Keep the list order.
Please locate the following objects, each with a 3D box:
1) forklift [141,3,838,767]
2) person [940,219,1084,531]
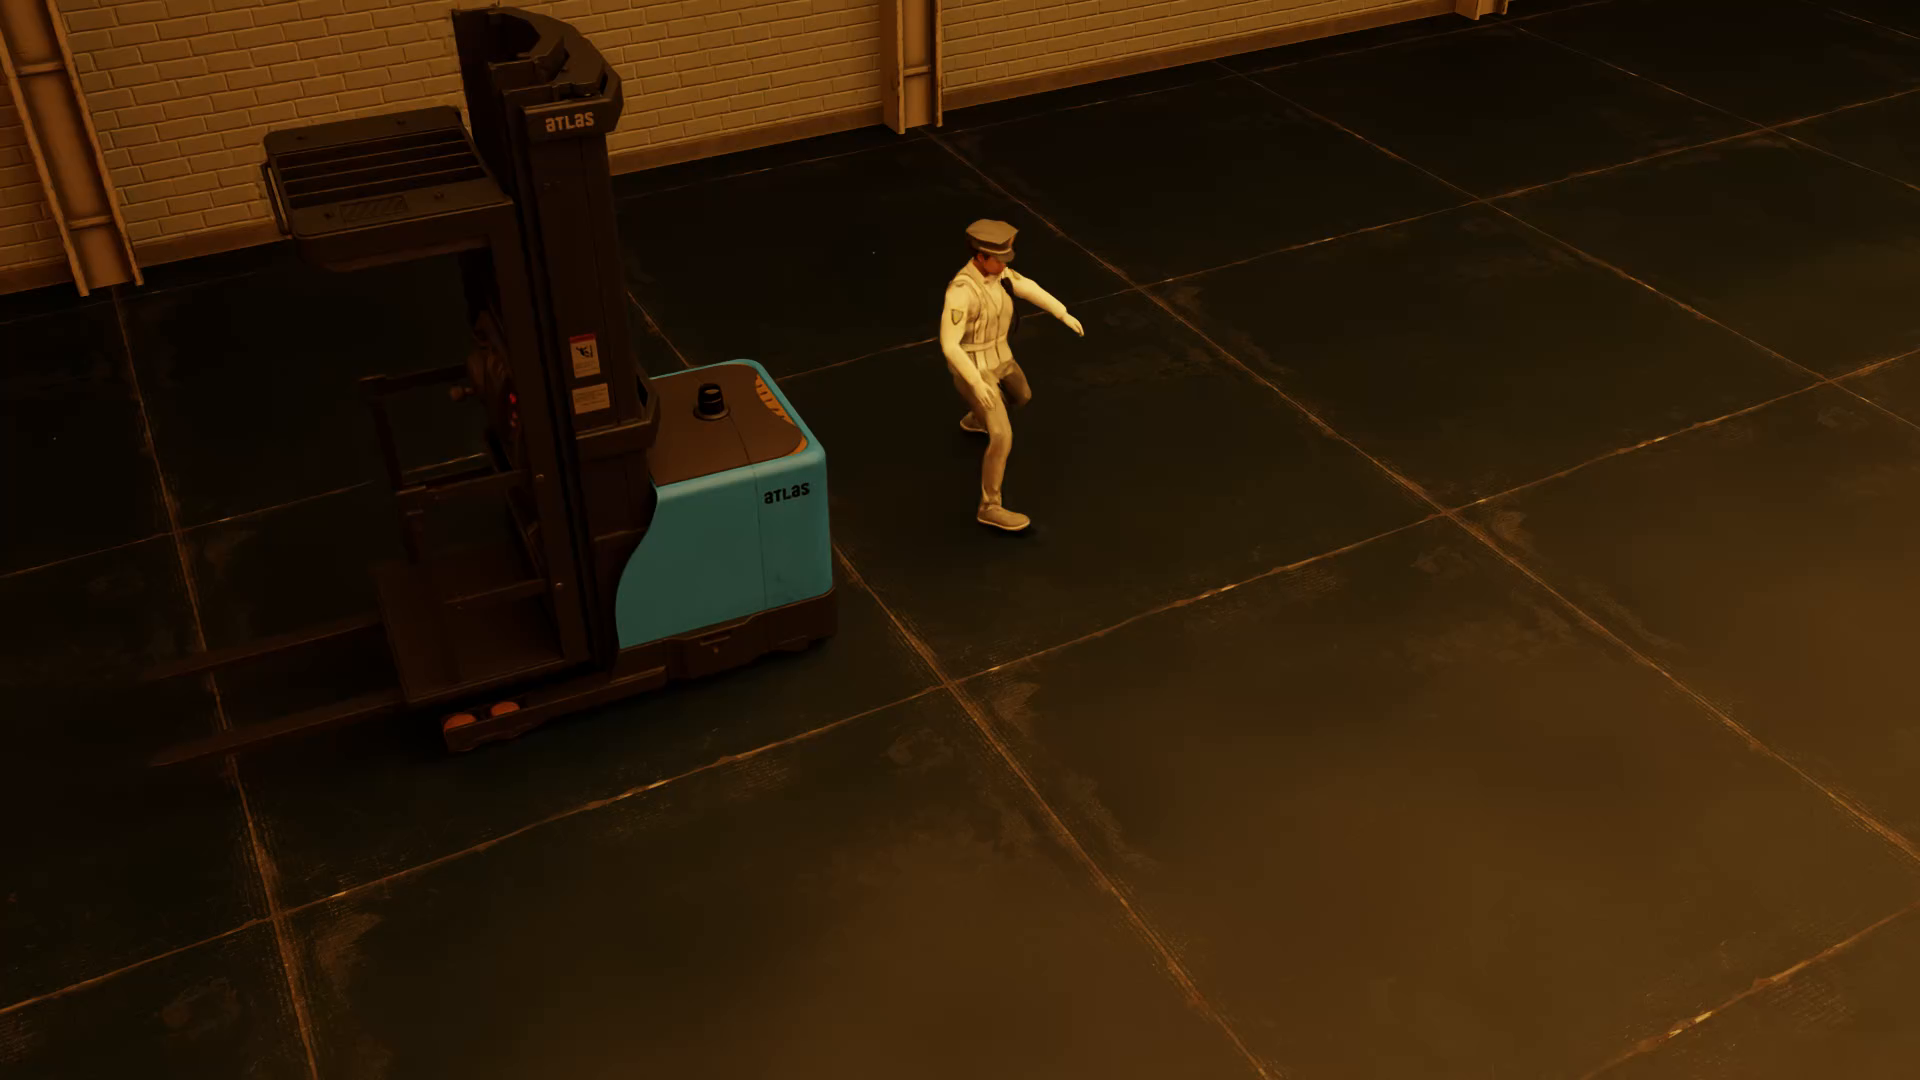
[{"bbox_3d":[-2.145,-0.611,6.988,3.031,2.935,1.130,-15,38,-20],"label":"forklift"},{"bbox_3d":[0.208,-0.950,8.720,0.865,1.493,0.927,22,41,28],"label":"person"}]
